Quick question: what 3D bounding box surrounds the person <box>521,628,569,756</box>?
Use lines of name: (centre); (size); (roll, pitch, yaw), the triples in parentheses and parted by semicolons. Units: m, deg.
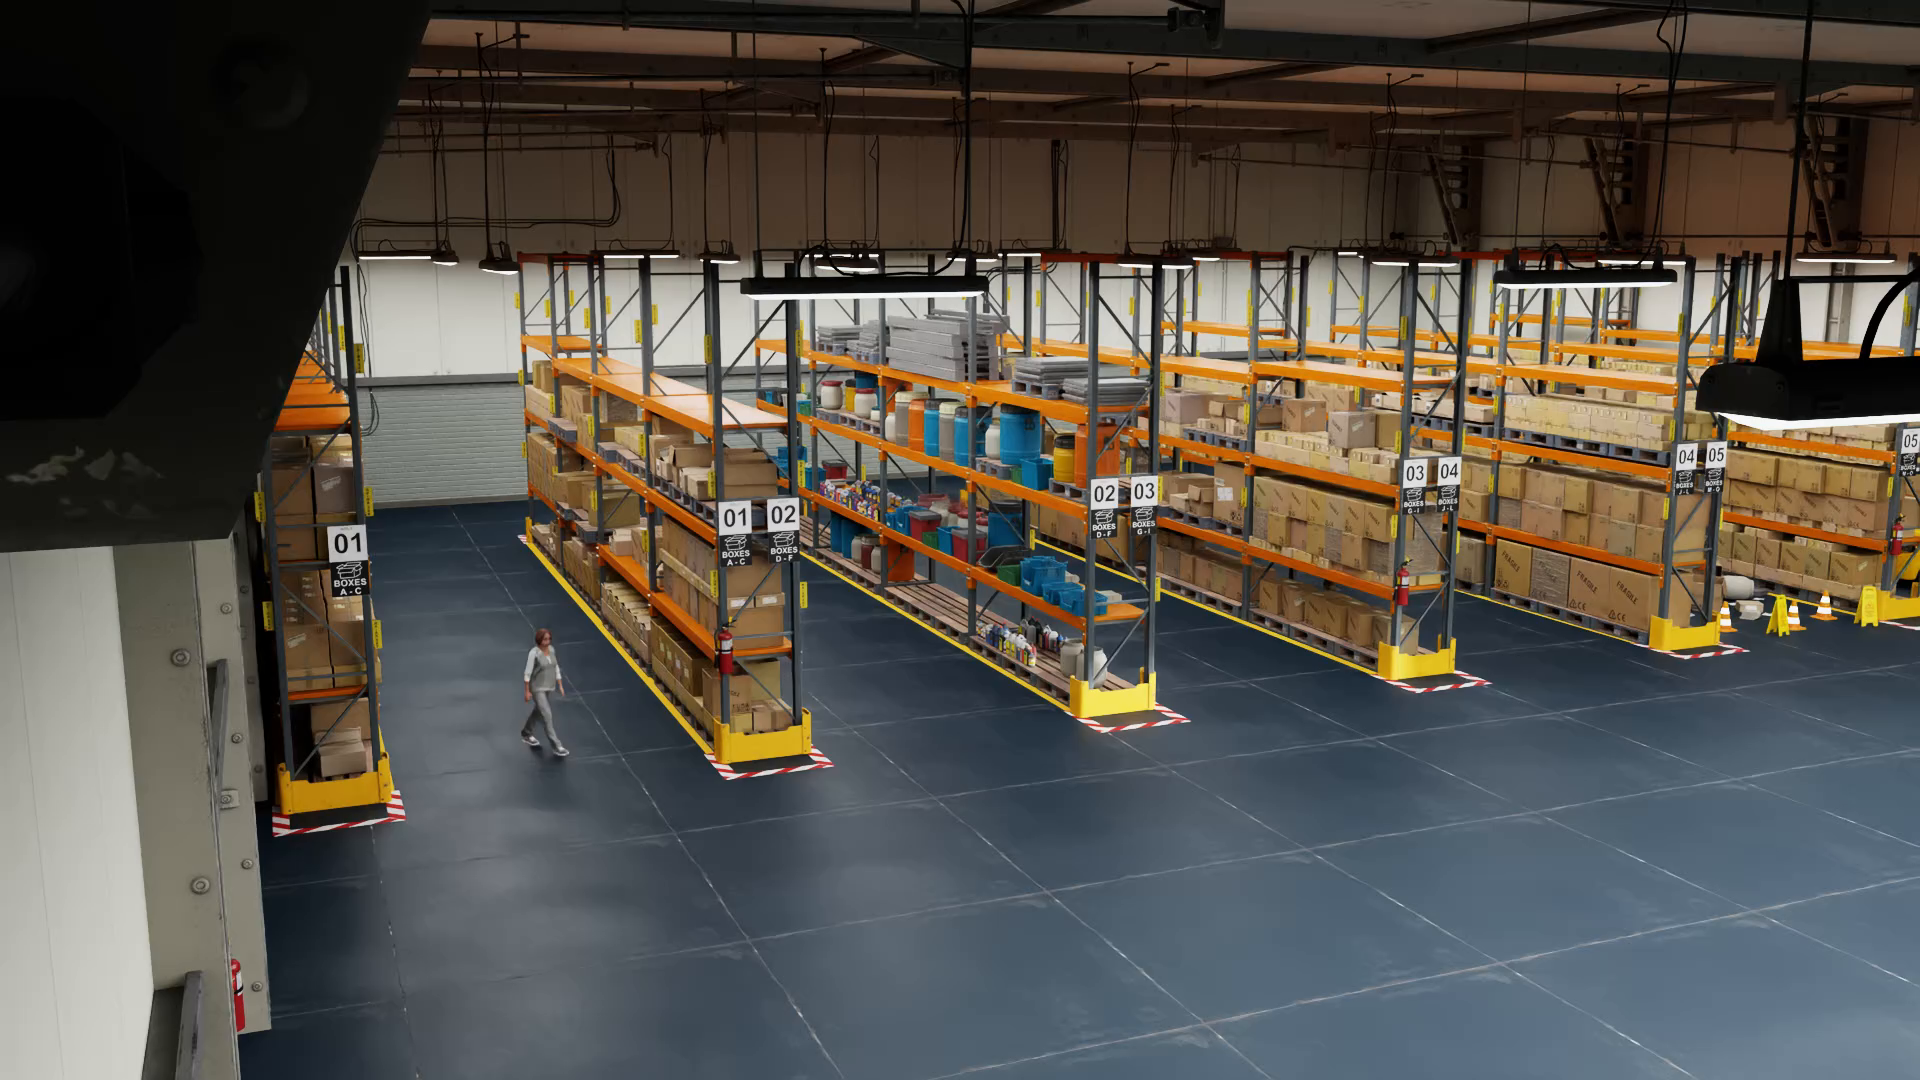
person: (-5.120, 1.846, 20.529); (0.951, 1.541, 0.444); (5, 12, 26)

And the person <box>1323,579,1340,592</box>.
person: (6.683, 0.107, 29.668); (0.629, 1.853, 0.588); (-4, 11, -22)
